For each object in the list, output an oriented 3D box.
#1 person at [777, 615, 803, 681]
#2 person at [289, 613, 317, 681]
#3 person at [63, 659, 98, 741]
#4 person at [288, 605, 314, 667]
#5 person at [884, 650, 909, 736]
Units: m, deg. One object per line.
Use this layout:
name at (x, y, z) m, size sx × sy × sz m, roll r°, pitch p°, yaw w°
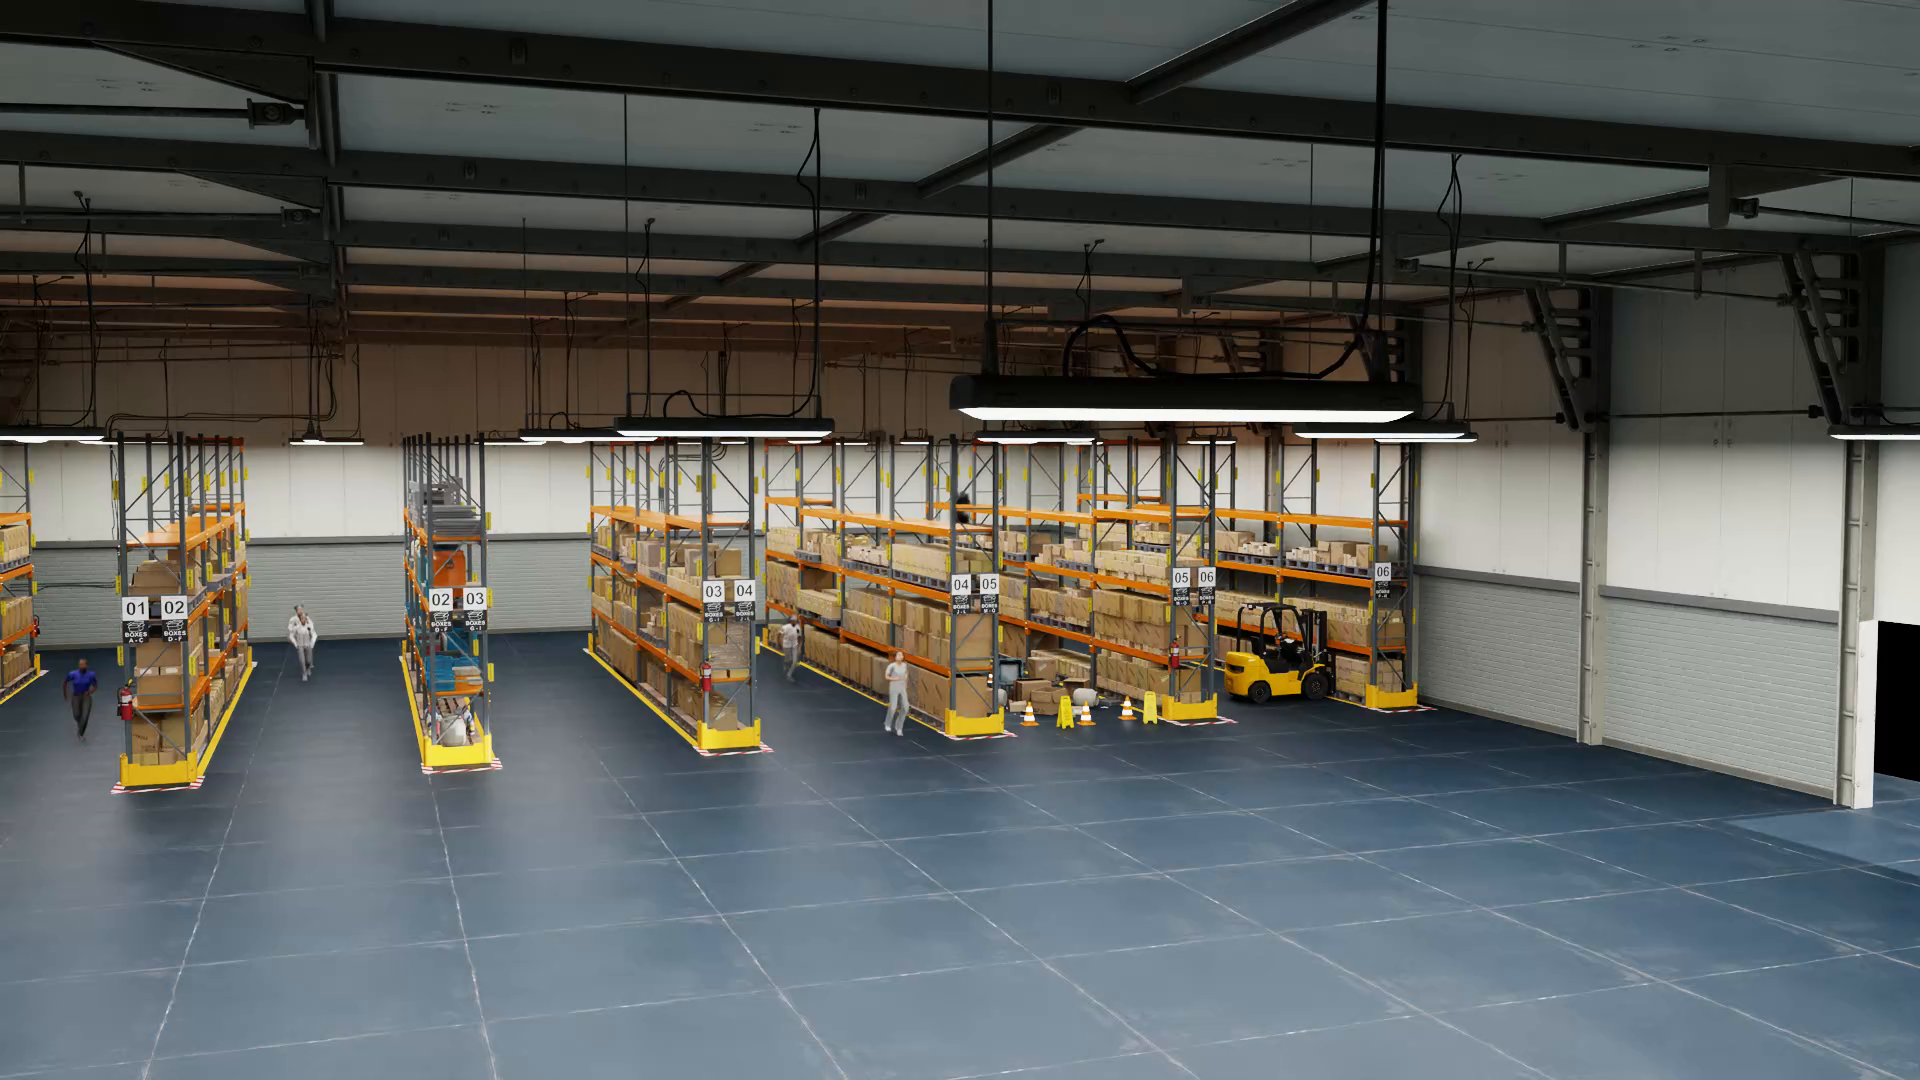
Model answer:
person at (-4.185, 2.649, 41.030) m, size 0.611 × 1.653 × 0.664 m, roll -1°, pitch 3°, yaw -25°
person at (-16.217, 2.625, 41.054) m, size 0.638 × 1.670 × 0.515 m, roll -2°, pitch 4°, yaw -26°
person at (-17.224, 3.139, 32.578) m, size 0.615 × 1.595 × 0.644 m, roll -2°, pitch 4°, yaw -27°
person at (-17.247, 2.505, 43.547) m, size 0.654 × 1.643 × 0.646 m, roll -3°, pitch 4°, yaw -38°
person at (-1.260, 3.057, 33.269) m, size 0.577 × 1.732 × 0.681 m, roll -2°, pitch 4°, yaw -30°
